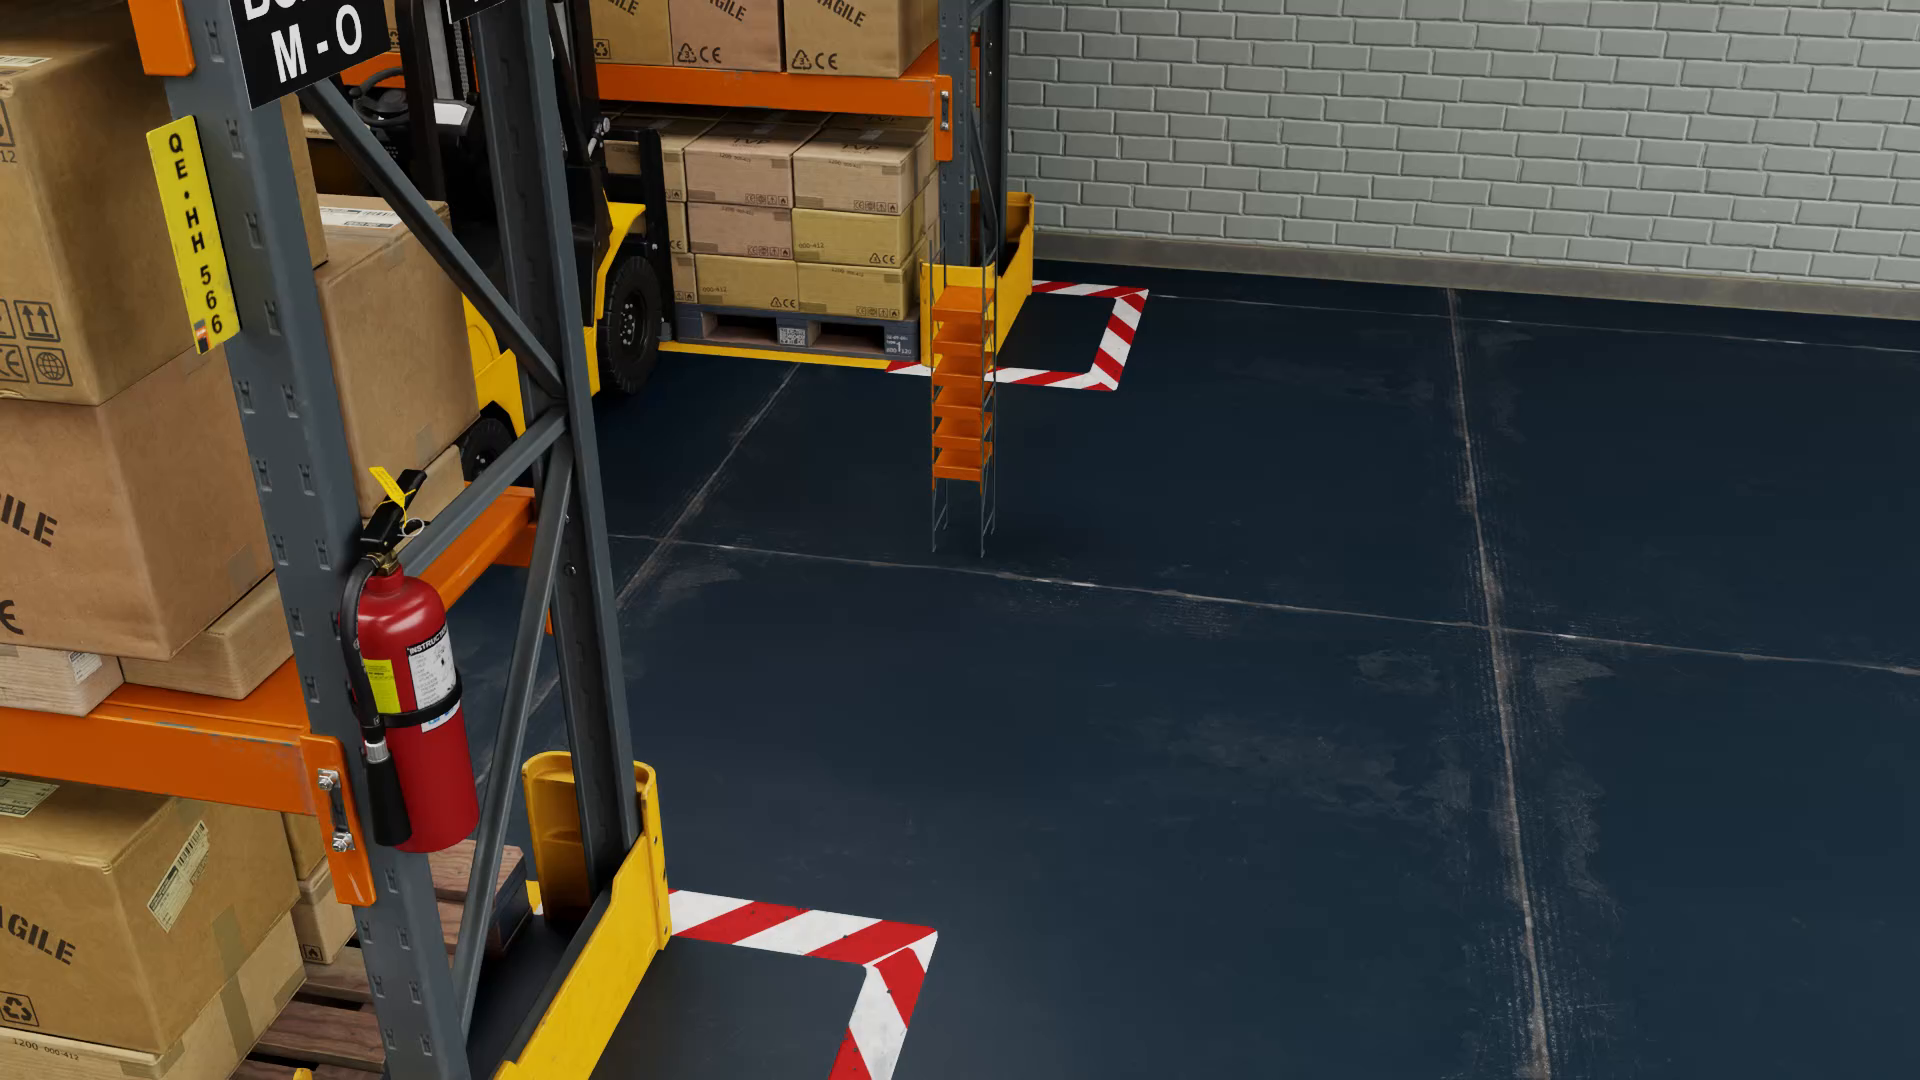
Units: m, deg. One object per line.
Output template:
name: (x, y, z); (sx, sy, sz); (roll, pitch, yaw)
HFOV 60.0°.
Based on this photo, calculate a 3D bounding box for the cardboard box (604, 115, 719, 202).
cardboard box: (-1.440, -1.789, 7.779); (0.500, 0.250, 0.500); (6, 29, 11)

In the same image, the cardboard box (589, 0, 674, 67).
cardboard box: (-1.471, -2.456, 7.508); (0.500, 0.500, 0.500); (5, 29, 10)

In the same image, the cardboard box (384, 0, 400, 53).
cardboard box: (-2.452, -2.561, 7.701); (0.500, 0.500, 0.500); (6, 29, 10)

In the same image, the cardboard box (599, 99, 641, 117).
cardboard box: (-1.835, -2.090, 8.329); (0.500, 0.250, 0.500); (5, 29, 10)

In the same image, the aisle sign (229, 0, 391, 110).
aisle sign: (-0.961, -1.045, 2.327); (0.004, 0.787, 0.394); (6, 29, 11)

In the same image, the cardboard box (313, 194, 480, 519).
cardboard box: (-1.366, -0.399, 3.441); (0.500, 0.500, 0.500); (5, 29, 10)

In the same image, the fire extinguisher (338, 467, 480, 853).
fire extinguisher: (-0.945, 0.215, 2.814); (0.183, 0.674, 0.296); (6, 29, 11)

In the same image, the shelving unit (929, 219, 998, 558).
shelving unit: (0.014, -0.525, 5.959); (0.189, 1.200, 0.258); (6, 29, 11)

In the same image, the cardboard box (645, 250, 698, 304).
cardboard box: (-1.425, -1.364, 8.043); (0.500, 0.250, 0.500); (6, 29, 11)

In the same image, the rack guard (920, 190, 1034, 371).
rack guard: (0.095, -1.279, 8.066); (0.348, 0.500, 1.175); (6, 29, 11)

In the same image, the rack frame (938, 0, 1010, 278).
rack frame: (0.072, -2.378, 7.470); (0.127, 3.000, 1.000); (6, 29, 11)

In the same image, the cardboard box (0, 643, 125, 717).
cardboard box: (-1.642, 0.153, 3.108); (0.250, 0.149, 0.380); (6, 29, 10)

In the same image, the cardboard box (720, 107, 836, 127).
cardboard box: (-0.848, -1.980, 8.128); (0.500, 0.250, 0.500); (6, 29, 11)

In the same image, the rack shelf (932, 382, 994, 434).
rack shelf: (0.014, -0.486, 5.981); (0.180, 0.103, 0.258); (6, 29, 11)

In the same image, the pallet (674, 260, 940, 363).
pallet: (-0.685, -1.212, 8.244); (1.213, 0.211, 1.003); (6, 29, 11)

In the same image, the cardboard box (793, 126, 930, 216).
cardboard box: (-0.444, -1.695, 7.606); (0.500, 0.250, 0.500); (7, 29, 12)

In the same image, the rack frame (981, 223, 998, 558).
rack frame: (0.104, -0.516, 5.942); (0.006, 1.200, 0.240); (6, 29, 11)

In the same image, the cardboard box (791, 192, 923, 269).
cardboard box: (-0.469, -1.478, 7.731); (0.500, 0.250, 0.500); (5, 29, 10)

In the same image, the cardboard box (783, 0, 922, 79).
cardboard box: (-0.464, -2.348, 7.311); (0.500, 0.500, 0.500); (5, 29, 9)

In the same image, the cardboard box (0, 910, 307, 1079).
cardboard box: (-1.831, 1.018, 3.693); (0.500, 0.250, 0.500); (6, 29, 10)

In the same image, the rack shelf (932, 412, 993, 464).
rack shelf: (0.014, -0.381, 6.038); (0.180, 0.103, 0.258); (6, 29, 11)

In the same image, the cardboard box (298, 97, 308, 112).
cardboard box: (-3.432, -2.000, 8.165); (0.500, 0.250, 0.500); (5, 29, 10)

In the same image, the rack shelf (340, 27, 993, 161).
rack shelf: (-1.884, -2.263, 8.009); (4.000, 0.370, 1.077); (6, 29, 11)

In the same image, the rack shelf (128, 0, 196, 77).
rack shelf: (-2.917, -1.247, 3.030); (4.000, 0.370, 1.077); (6, 29, 11)

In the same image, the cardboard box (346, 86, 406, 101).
cardboard box: (-2.820, -2.194, 8.518); (0.500, 0.250, 0.500); (5, 29, 10)

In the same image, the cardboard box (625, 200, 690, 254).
cardboard box: (-1.467, -1.575, 7.908); (0.500, 0.250, 0.500); (5, 29, 9)

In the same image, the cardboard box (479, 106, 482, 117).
cardboard box: (-2.445, -1.900, 7.981); (0.500, 0.250, 0.500); (7, 29, 12)

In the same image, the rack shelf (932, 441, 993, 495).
rack shelf: (0.014, -0.275, 6.096); (0.180, 0.103, 0.258); (6, 29, 11)

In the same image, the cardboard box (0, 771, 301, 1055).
cardboard box: (-1.799, 0.688, 3.514); (0.500, 0.500, 0.500); (6, 29, 11)

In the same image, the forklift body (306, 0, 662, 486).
forklift body: (-2.164, -1.339, 6.456); (1.214, 2.155, 2.313); (6, 29, 11)

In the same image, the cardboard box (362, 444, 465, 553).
cardboard box: (-1.250, -0.068, 3.512); (0.250, 0.149, 0.380); (6, 29, 11)

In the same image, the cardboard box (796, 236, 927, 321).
cardboard box: (-0.454, -1.255, 7.845); (0.500, 0.250, 0.500); (6, 29, 11)
